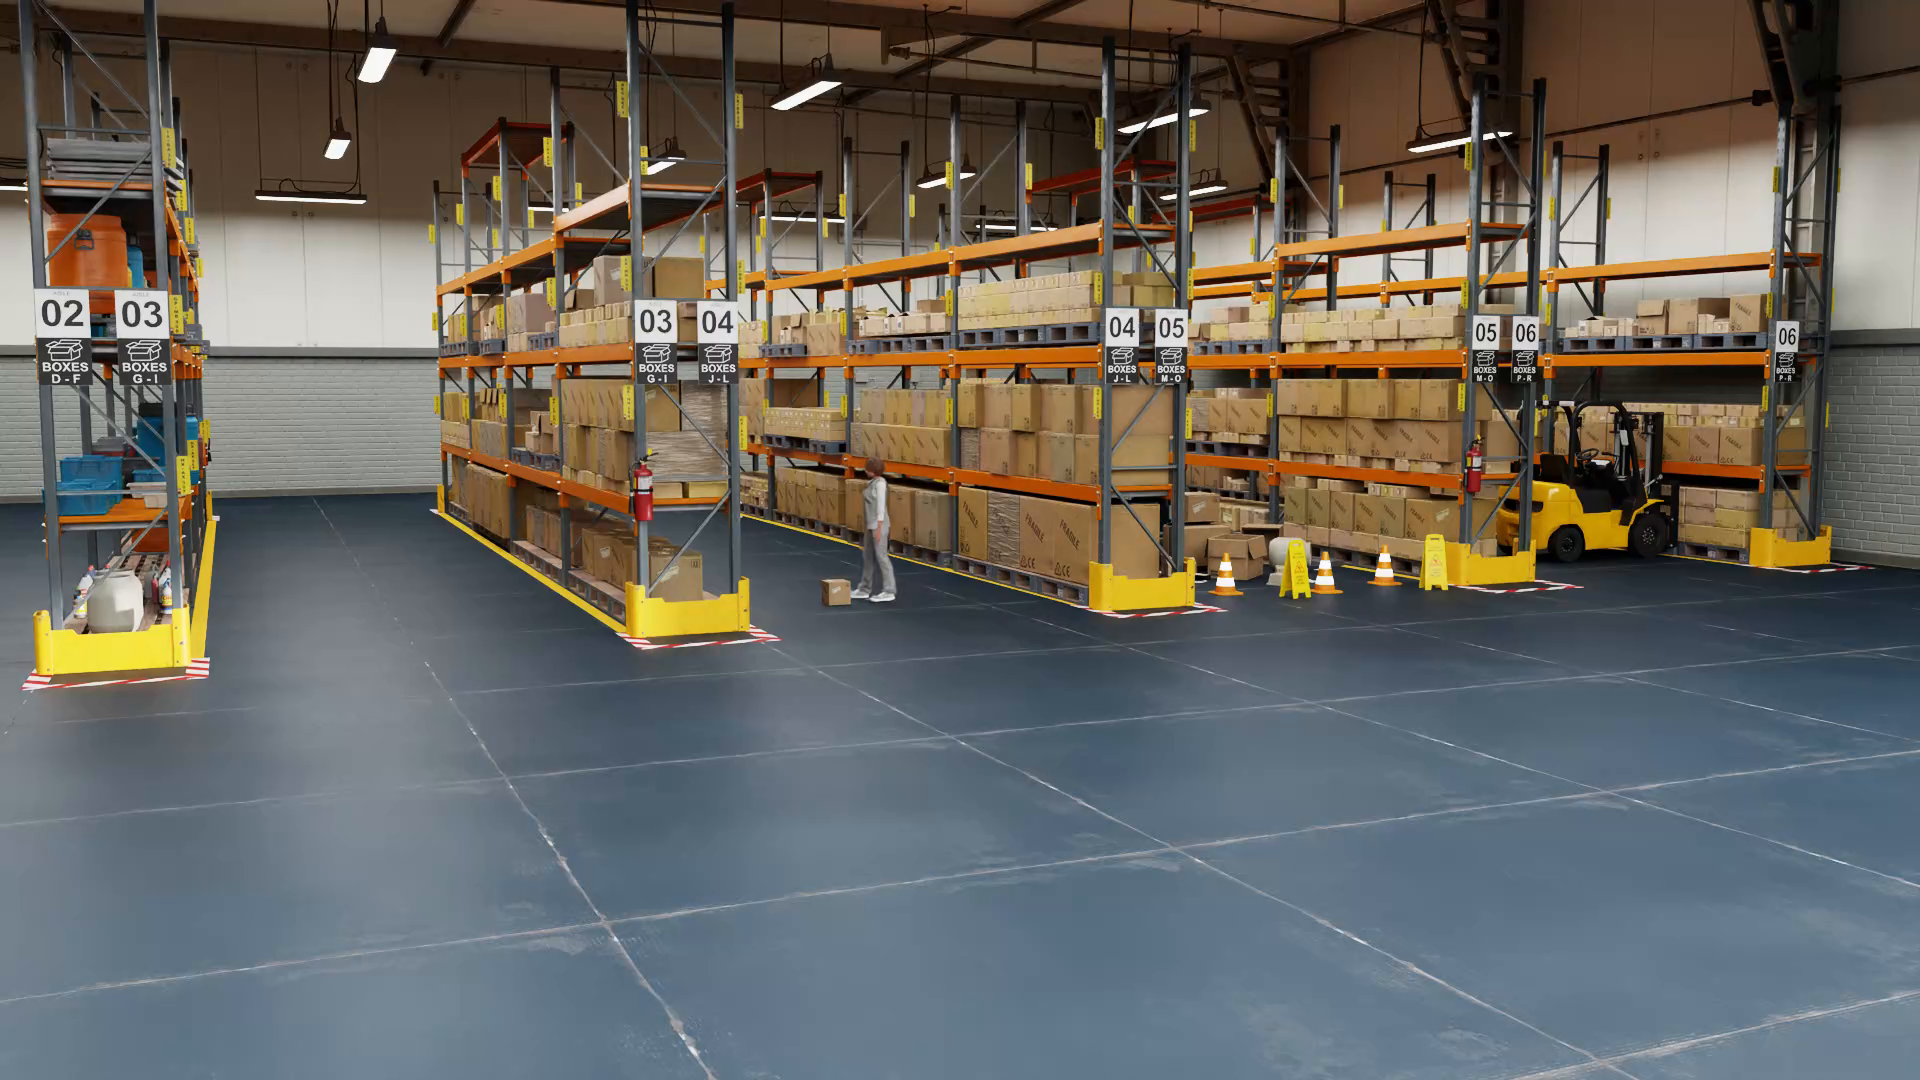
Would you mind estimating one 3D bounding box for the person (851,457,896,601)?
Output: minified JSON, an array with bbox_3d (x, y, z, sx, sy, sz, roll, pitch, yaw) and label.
[{"bbox_3d":[-0.981,-0.122,18.370,0.532,1.593,0.439,-2,6,-16],"label":"person"}]
